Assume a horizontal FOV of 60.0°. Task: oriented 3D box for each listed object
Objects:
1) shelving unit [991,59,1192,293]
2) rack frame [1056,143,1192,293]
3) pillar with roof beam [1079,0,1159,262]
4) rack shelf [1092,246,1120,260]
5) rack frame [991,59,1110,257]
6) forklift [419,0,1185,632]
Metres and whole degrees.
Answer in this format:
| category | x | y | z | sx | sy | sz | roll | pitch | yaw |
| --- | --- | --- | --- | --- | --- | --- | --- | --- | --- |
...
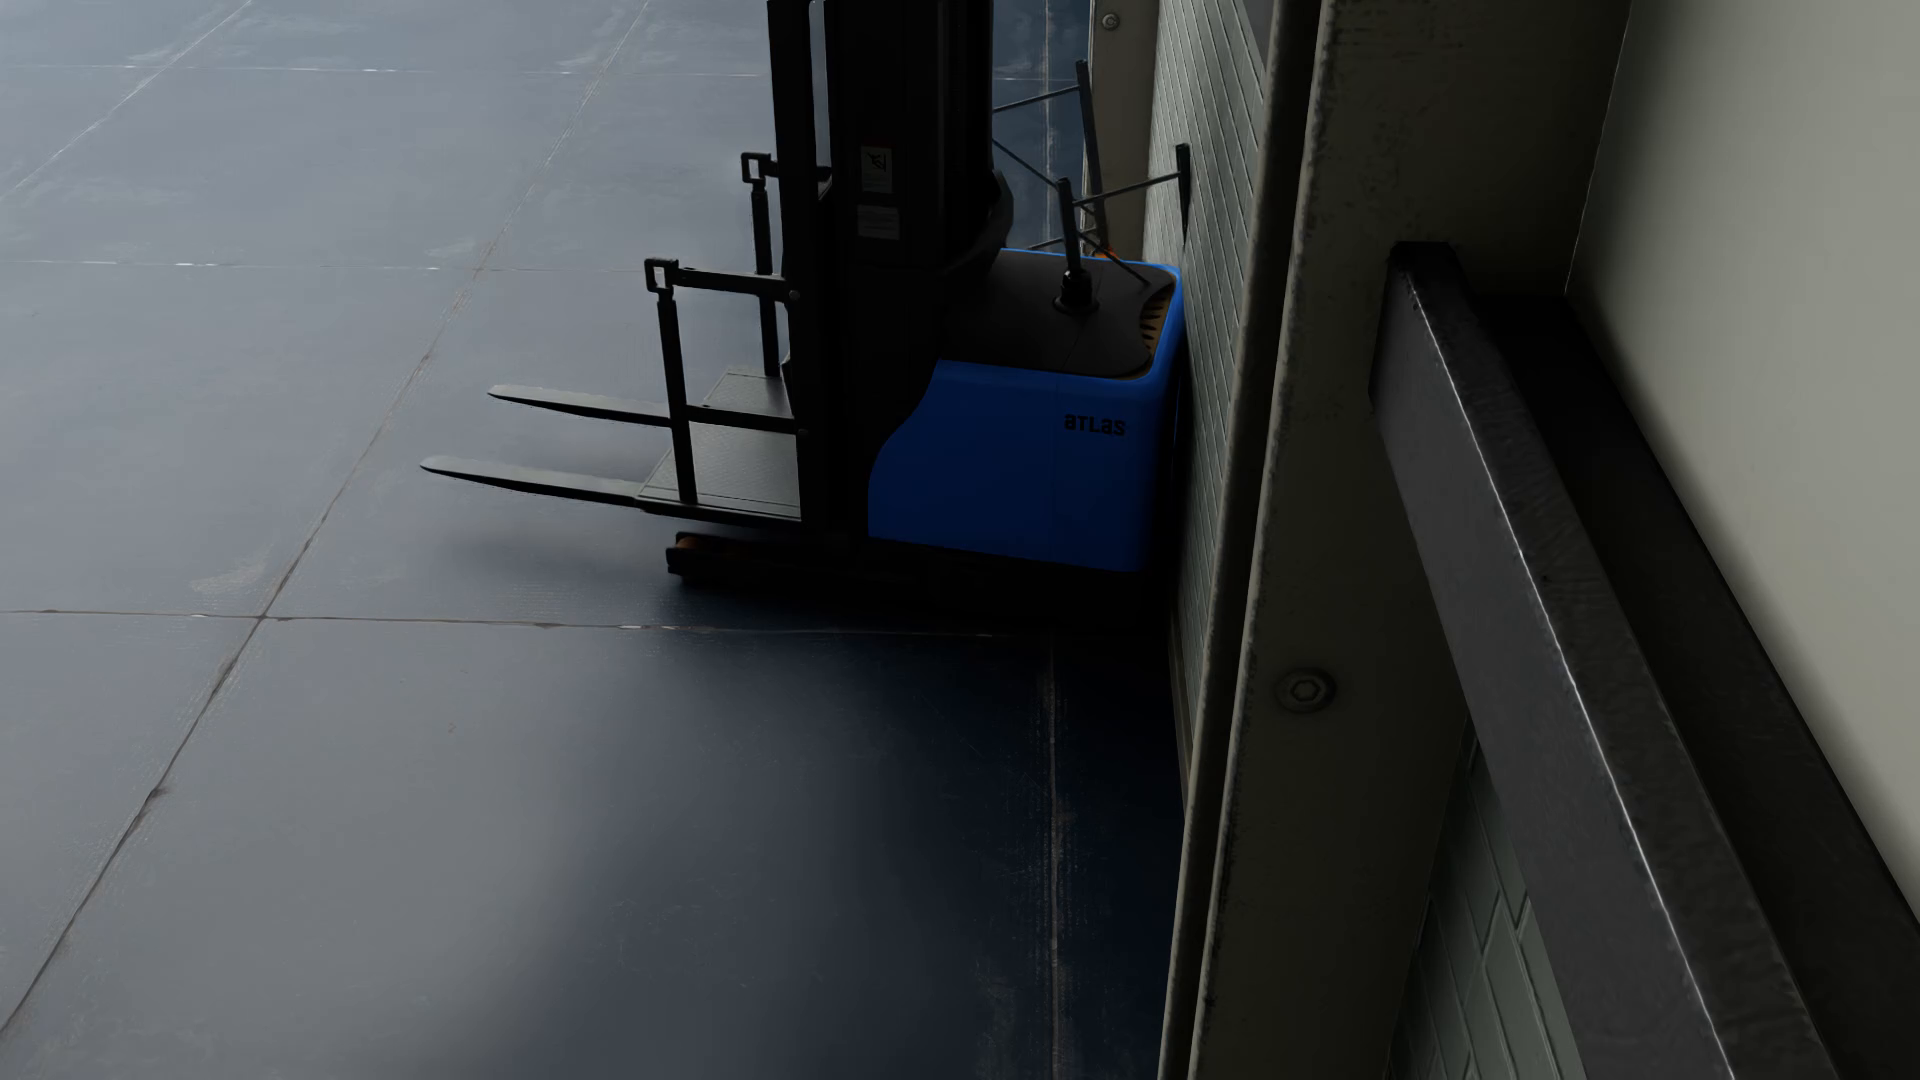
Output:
| category | x | y | z | sx | sy | sz | roll | pitch | yaw |
| --- | --- | --- | --- | --- | --- | --- | --- | --- | --- |
| shelving unit | 0.545 | -1.015 | 6.751 | 0.587 | 1.500 | 1.083 | -18 | 36 | -9 |
| rack frame | 0.698 | -0.743 | 6.339 | 0.500 | 1.500 | 0.032 | -18 | 36 | -9 |
| pillar with roof beam | -3.523 | -5.134 | 6.229 | 9.100 | 9.000 | 0.400 | 1 | 35 | 2 |
| rack shelf | 0.576 | -0.867 | 6.849 | 0.538 | 0.185 | 1.000 | -18 | 36 | -9 |
| rack frame | 0.397 | -1.277 | 7.150 | 0.500 | 1.500 | 0.032 | -18 | 36 | -9 |
| forklift | -0.663 | -1.302 | 6.054 | 3.031 | 2.935 | 1.130 | 8 | 36 | 11 |
